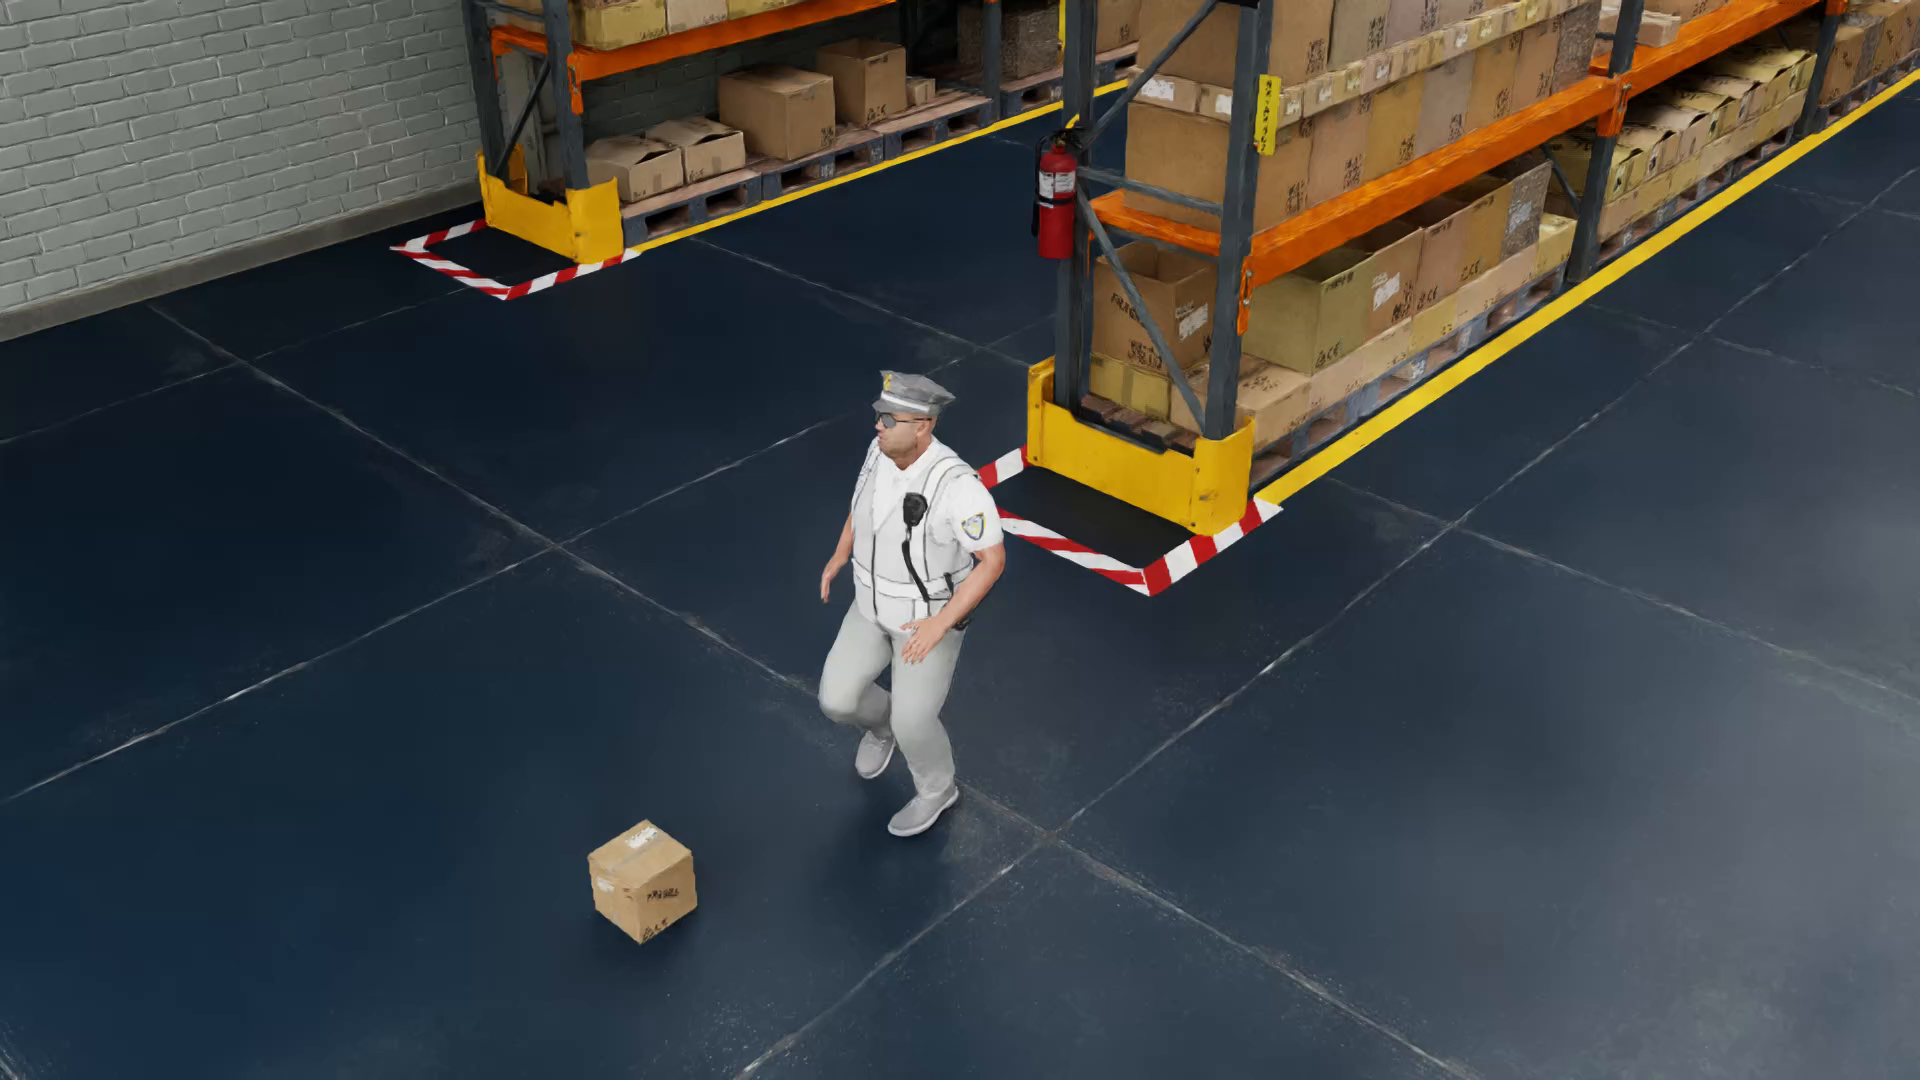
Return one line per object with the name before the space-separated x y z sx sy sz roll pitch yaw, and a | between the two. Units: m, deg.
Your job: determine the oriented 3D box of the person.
person | -0.190 0.240 5.736 0.721 1.755 0.515 23 38 33
